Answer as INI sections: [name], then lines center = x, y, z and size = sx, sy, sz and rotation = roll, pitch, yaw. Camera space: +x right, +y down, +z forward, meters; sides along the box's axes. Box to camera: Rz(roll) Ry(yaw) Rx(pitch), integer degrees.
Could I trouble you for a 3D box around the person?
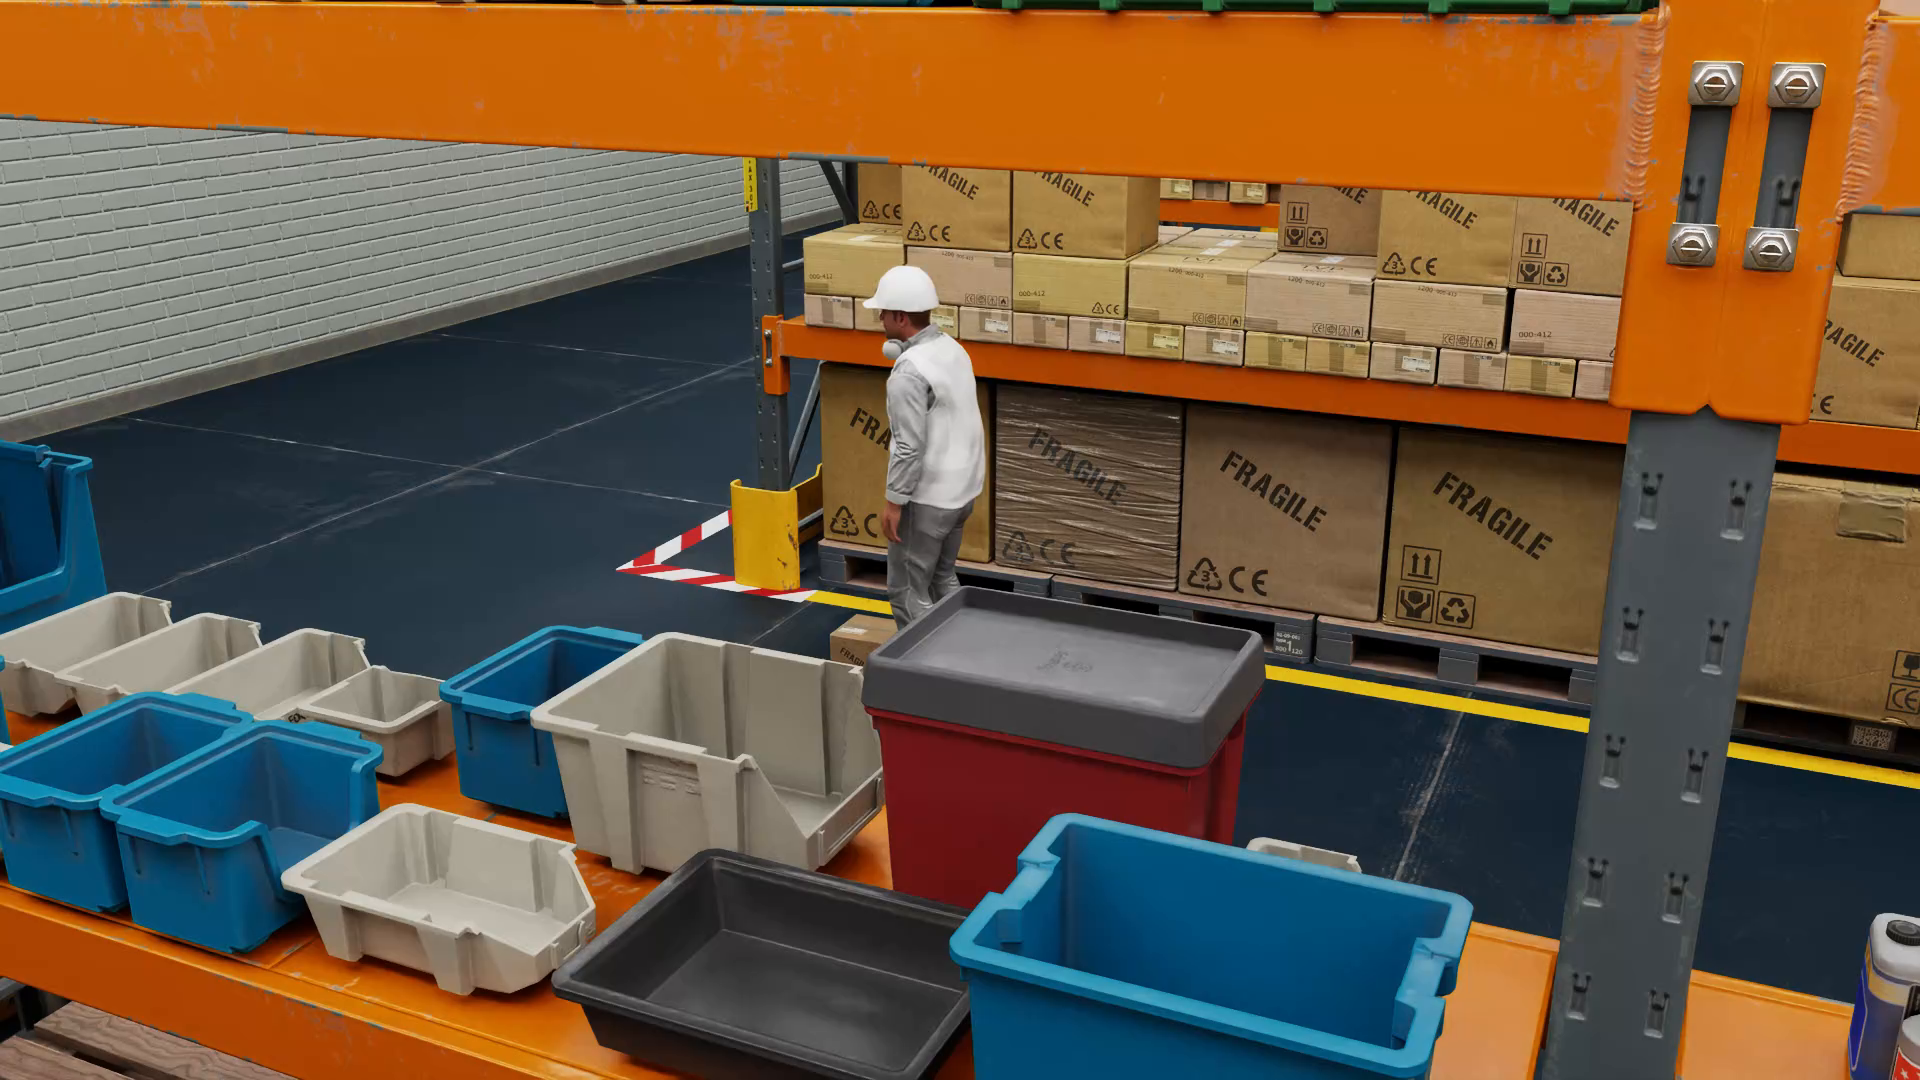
[person]
center = -0.141, -0.203, 6.617
size = 0.466, 1.771, 0.586
rotation = 8, 20, 22
